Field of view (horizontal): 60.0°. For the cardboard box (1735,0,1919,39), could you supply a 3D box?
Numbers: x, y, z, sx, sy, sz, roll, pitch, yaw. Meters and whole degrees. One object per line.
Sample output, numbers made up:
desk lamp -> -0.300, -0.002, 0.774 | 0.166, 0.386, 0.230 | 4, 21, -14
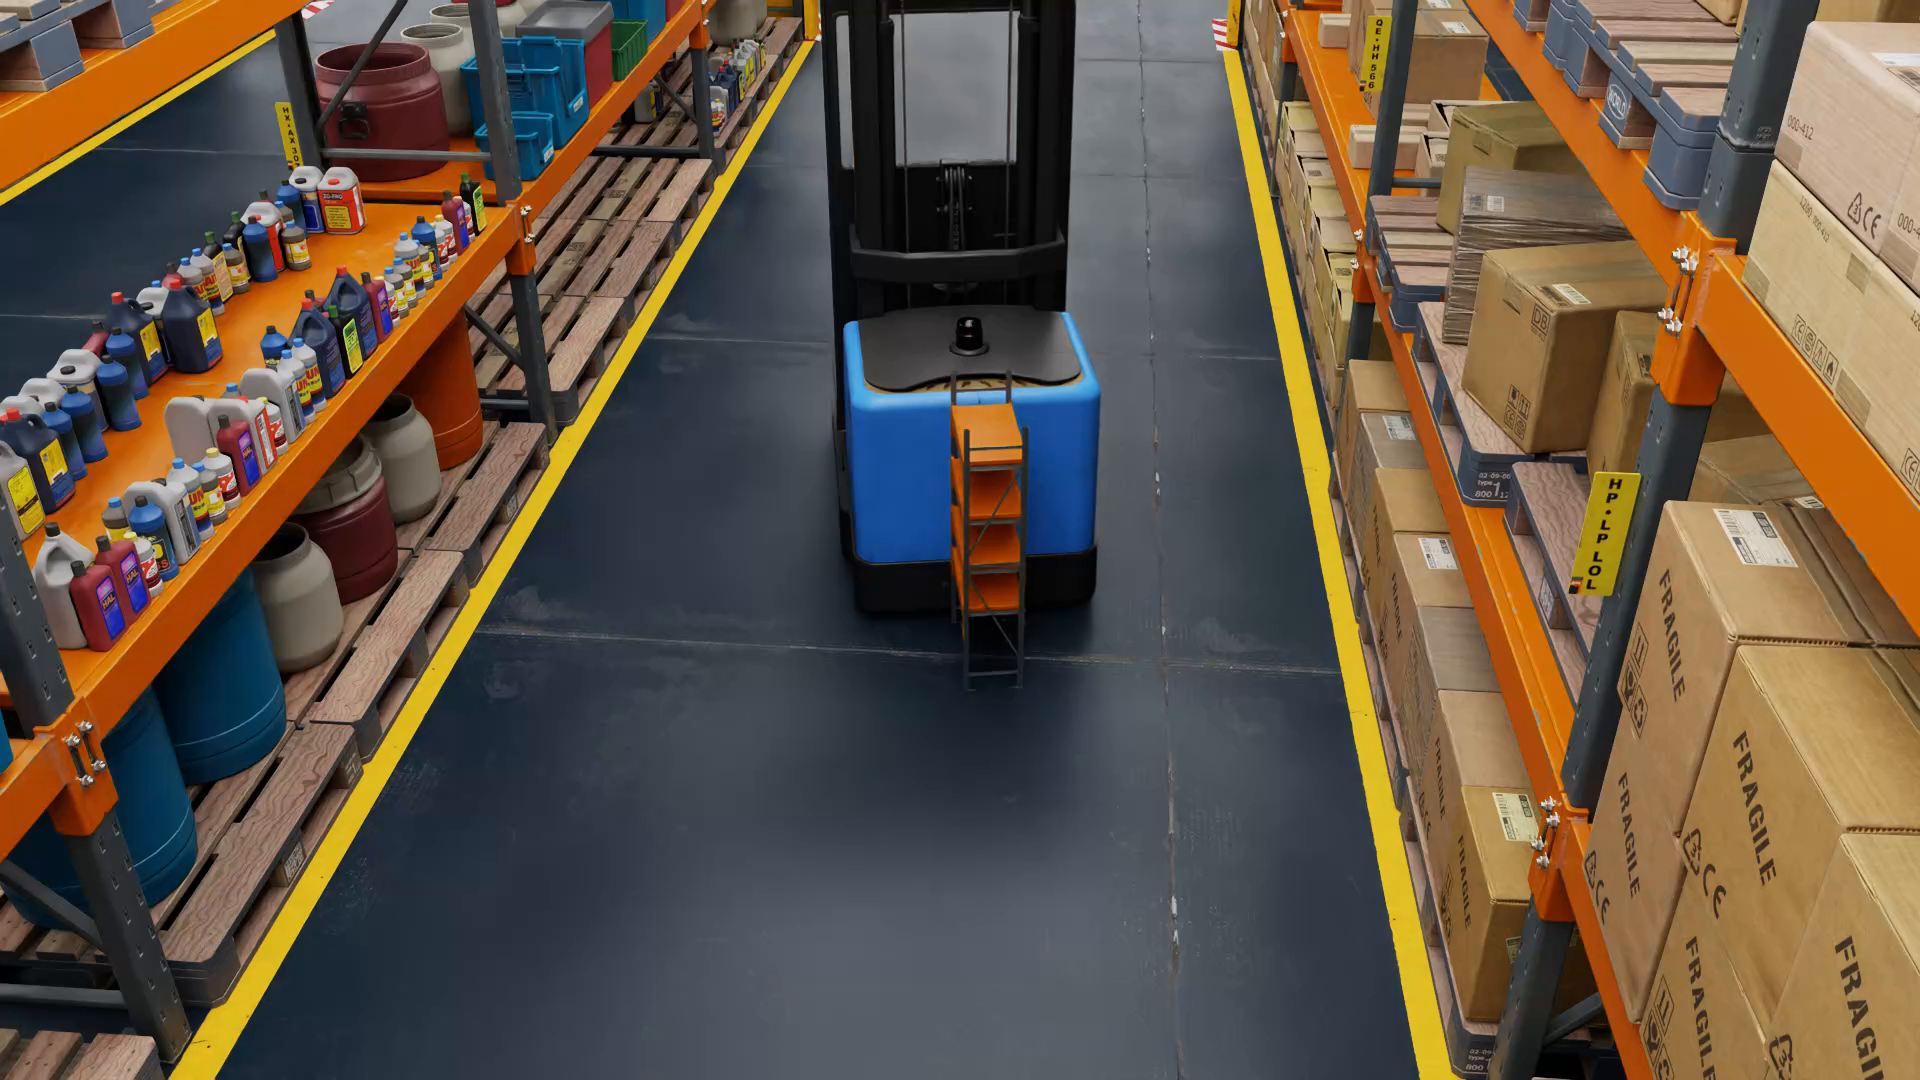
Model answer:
cardboard box -> 2.141, -1.297, 3.546 | 0.600, 0.600, 0.600 | 0, 32, -1

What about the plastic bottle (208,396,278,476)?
plastic bottle -> -2.418, -0.367, 5.604 | 0.152, 0.276, 0.135 | 2, 32, 4

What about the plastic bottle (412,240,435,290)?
plastic bottle -> -2.263, -1.154, 6.953 | 0.097, 0.201, 0.097 | 0, 32, 0

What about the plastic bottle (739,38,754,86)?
plastic bottle -> -1.715, -3.775, 13.122 | 0.144, 0.351, 0.185 | 4, 32, 6

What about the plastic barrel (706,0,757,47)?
plastic barrel -> -1.952, -4.495, 14.155 | 0.421, 0.512, 0.421 | 0, 32, 0

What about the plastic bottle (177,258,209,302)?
plastic bottle -> -3.054, -0.991, 6.622 | 0.097, 0.271, 0.097 | 0, 32, 0

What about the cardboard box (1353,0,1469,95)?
cardboard box -> 2.515, -2.784, 9.313 | 0.500, 0.500, 0.500 | 3, 32, 4

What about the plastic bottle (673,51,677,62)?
plastic bottle -> -2.392, -4.076, 13.685 | 0.097, 0.271, 0.097 | 0, 32, 0

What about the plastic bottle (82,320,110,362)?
plastic bottle -> -3.126, -0.649, 6.056 | 0.061, 0.283, 0.133 | 2, 32, 4

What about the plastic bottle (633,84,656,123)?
plastic bottle -> -2.350, -3.295, 12.344 | 0.144, 0.351, 0.185 | 2, 32, 4

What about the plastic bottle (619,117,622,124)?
plastic bottle -> -2.549, -3.189, 12.236 | 0.061, 0.283, 0.133 | 4, 32, 6

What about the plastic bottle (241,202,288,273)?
plastic bottle -> -2.980, -1.294, 7.109 | 0.152, 0.276, 0.135 | 2, 32, 4

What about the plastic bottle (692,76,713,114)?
plastic bottle -> -1.923, -3.363, 12.453 | 0.144, 0.351, 0.185 | 2, 32, 4

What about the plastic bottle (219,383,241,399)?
plastic bottle -> -2.524, -0.452, 5.814 | 0.097, 0.201, 0.097 | 0, 32, 0

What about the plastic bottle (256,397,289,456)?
plastic bottle -> -2.381, -0.394, 5.720 | 0.097, 0.201, 0.097 | 0, 32, 0

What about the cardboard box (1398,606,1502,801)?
cardboard box -> 1.871, 0.590, 5.897 | 0.500, 0.500, 0.500 | 3, 32, 5

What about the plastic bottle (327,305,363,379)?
plastic bottle -> -2.311, -0.758, 6.232 | 0.061, 0.283, 0.133 | 2, 32, 4

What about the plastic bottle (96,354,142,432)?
plastic bottle -> -2.974, -0.526, 5.866 | 0.097, 0.271, 0.097 | 0, 32, 0

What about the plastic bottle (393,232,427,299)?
plastic bottle -> -2.270, -1.133, 6.852 | 0.097, 0.271, 0.097 | 0, 32, 0

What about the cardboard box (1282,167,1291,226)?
cardboard box -> 2.355, -2.220, 10.714 | 0.500, 0.250, 0.500 | 3, 32, 5

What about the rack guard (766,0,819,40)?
rack guard -> -1.893, -4.879, 15.190 | 1.175, 0.500, 0.348 | 2, 32, 4

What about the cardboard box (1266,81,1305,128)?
cardboard box -> 2.548, -3.200, 12.305 | 0.500, 0.250, 0.500 | 2, 32, 4

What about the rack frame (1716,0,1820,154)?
rack frame -> 2.026, -2.050, 2.499 | 1.000, 3.000, 0.127 | 2, 32, 4

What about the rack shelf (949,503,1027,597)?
rack shelf -> 0.109, 0.029, 6.688 | 0.258, 0.148, 0.480 | -3, 32, -5

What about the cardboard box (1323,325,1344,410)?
cardboard box -> 2.152, -0.881, 8.542 | 0.500, 0.250, 0.500 | 3, 32, 5

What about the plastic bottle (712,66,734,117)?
plastic bottle -> -1.780, -3.357, 12.443 | 0.144, 0.351, 0.185 | 3, 32, 5

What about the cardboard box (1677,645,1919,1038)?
cardboard box -> 1.666, 0.540, 2.967 | 0.500, 0.500, 0.500 | 2, 32, 2

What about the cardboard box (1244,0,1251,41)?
cardboard box -> 2.738, -4.508, 14.427 | 0.500, 0.250, 0.500 | 2, 32, 4

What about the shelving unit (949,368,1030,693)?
shelving unit -> 0.109, -0.029, 6.653 | 0.258, 1.200, 0.503 | -3, 32, -5

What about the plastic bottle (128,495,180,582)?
plastic bottle -> -2.445, -0.010, 5.030 | 0.097, 0.271, 0.097 | 0, 32, 0

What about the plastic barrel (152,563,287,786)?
plastic barrel -> -2.791, 0.351, 5.921 | 0.600, 0.901, 0.708 | 2, 32, 4

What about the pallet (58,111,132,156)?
pallet -> -7.176, -3.270, 12.855 | 1.003, 0.211, 1.213 | 2, 32, 4

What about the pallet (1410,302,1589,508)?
pallet -> 2.198, -0.489, 5.867 | 1.003, 0.211, 1.213 | 2, 32, 4

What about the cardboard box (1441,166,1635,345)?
cardboard box -> 2.148, -1.005, 6.026 | 0.700, 0.500, 0.500 | 8, 33, 13

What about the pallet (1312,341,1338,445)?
pallet -> 2.458, -0.829, 8.895 | 1.003, 0.211, 1.213 | 2, 32, 4

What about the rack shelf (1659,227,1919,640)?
rack shelf -> 1.863, 0.579, 1.778 | 1.077, 0.370, 4.000 | 2, 32, 4

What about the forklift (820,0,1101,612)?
forklift -> -0.076, -1.691, 7.700 | 1.130, 2.935, 3.031 | -3, 32, -5

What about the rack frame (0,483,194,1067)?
rack frame -> -2.910, 0.290, 4.420 | 1.000, 3.000, 0.127 | 2, 32, 4

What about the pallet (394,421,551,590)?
pallet -> -2.607, -0.200, 7.874 | 1.003, 0.211, 1.213 | 2, 32, 4

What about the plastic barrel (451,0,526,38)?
plastic barrel -> -2.650, -2.850, 9.386 | 0.433, 0.535, 0.433 | 0, 32, 0

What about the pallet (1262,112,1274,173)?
pallet -> 2.784, -2.906, 12.265 | 1.003, 0.211, 1.213 | 2, 32, 4

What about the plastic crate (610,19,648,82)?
plastic crate -> -2.119, -2.880, 9.766 | 0.450, 0.188, 0.662 | 2, 32, 4

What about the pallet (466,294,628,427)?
pallet -> -2.483, -1.018, 9.200 | 1.003, 0.211, 1.213 | 2, 32, 4

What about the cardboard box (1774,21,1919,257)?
cardboard box -> 1.739, -0.678, 2.799 | 0.500, 0.250, 0.500 | 2, 32, 4

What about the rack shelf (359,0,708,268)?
rack shelf -> -2.422, -2.541, 9.700 | 1.077, 0.370, 4.000 | 2, 32, 4

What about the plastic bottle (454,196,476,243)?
plastic bottle -> -2.220, -1.427, 7.396 | 0.097, 0.201, 0.097 | 0, 32, 0

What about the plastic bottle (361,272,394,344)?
plastic bottle -> -2.285, -0.924, 6.502 | 0.061, 0.283, 0.133 | 2, 32, 4

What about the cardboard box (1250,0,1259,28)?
cardboard box -> 2.699, -4.566, 13.806 | 0.500, 0.500, 0.500 | 2, 32, 4

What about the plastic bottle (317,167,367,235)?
plastic bottle -> -2.790, -1.530, 7.491 | 0.152, 0.276, 0.135 | 2, 32, 4

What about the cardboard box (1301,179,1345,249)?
cardboard box -> 2.272, -1.917, 9.687 | 0.500, 0.311, 0.500 | 3, 32, 5
